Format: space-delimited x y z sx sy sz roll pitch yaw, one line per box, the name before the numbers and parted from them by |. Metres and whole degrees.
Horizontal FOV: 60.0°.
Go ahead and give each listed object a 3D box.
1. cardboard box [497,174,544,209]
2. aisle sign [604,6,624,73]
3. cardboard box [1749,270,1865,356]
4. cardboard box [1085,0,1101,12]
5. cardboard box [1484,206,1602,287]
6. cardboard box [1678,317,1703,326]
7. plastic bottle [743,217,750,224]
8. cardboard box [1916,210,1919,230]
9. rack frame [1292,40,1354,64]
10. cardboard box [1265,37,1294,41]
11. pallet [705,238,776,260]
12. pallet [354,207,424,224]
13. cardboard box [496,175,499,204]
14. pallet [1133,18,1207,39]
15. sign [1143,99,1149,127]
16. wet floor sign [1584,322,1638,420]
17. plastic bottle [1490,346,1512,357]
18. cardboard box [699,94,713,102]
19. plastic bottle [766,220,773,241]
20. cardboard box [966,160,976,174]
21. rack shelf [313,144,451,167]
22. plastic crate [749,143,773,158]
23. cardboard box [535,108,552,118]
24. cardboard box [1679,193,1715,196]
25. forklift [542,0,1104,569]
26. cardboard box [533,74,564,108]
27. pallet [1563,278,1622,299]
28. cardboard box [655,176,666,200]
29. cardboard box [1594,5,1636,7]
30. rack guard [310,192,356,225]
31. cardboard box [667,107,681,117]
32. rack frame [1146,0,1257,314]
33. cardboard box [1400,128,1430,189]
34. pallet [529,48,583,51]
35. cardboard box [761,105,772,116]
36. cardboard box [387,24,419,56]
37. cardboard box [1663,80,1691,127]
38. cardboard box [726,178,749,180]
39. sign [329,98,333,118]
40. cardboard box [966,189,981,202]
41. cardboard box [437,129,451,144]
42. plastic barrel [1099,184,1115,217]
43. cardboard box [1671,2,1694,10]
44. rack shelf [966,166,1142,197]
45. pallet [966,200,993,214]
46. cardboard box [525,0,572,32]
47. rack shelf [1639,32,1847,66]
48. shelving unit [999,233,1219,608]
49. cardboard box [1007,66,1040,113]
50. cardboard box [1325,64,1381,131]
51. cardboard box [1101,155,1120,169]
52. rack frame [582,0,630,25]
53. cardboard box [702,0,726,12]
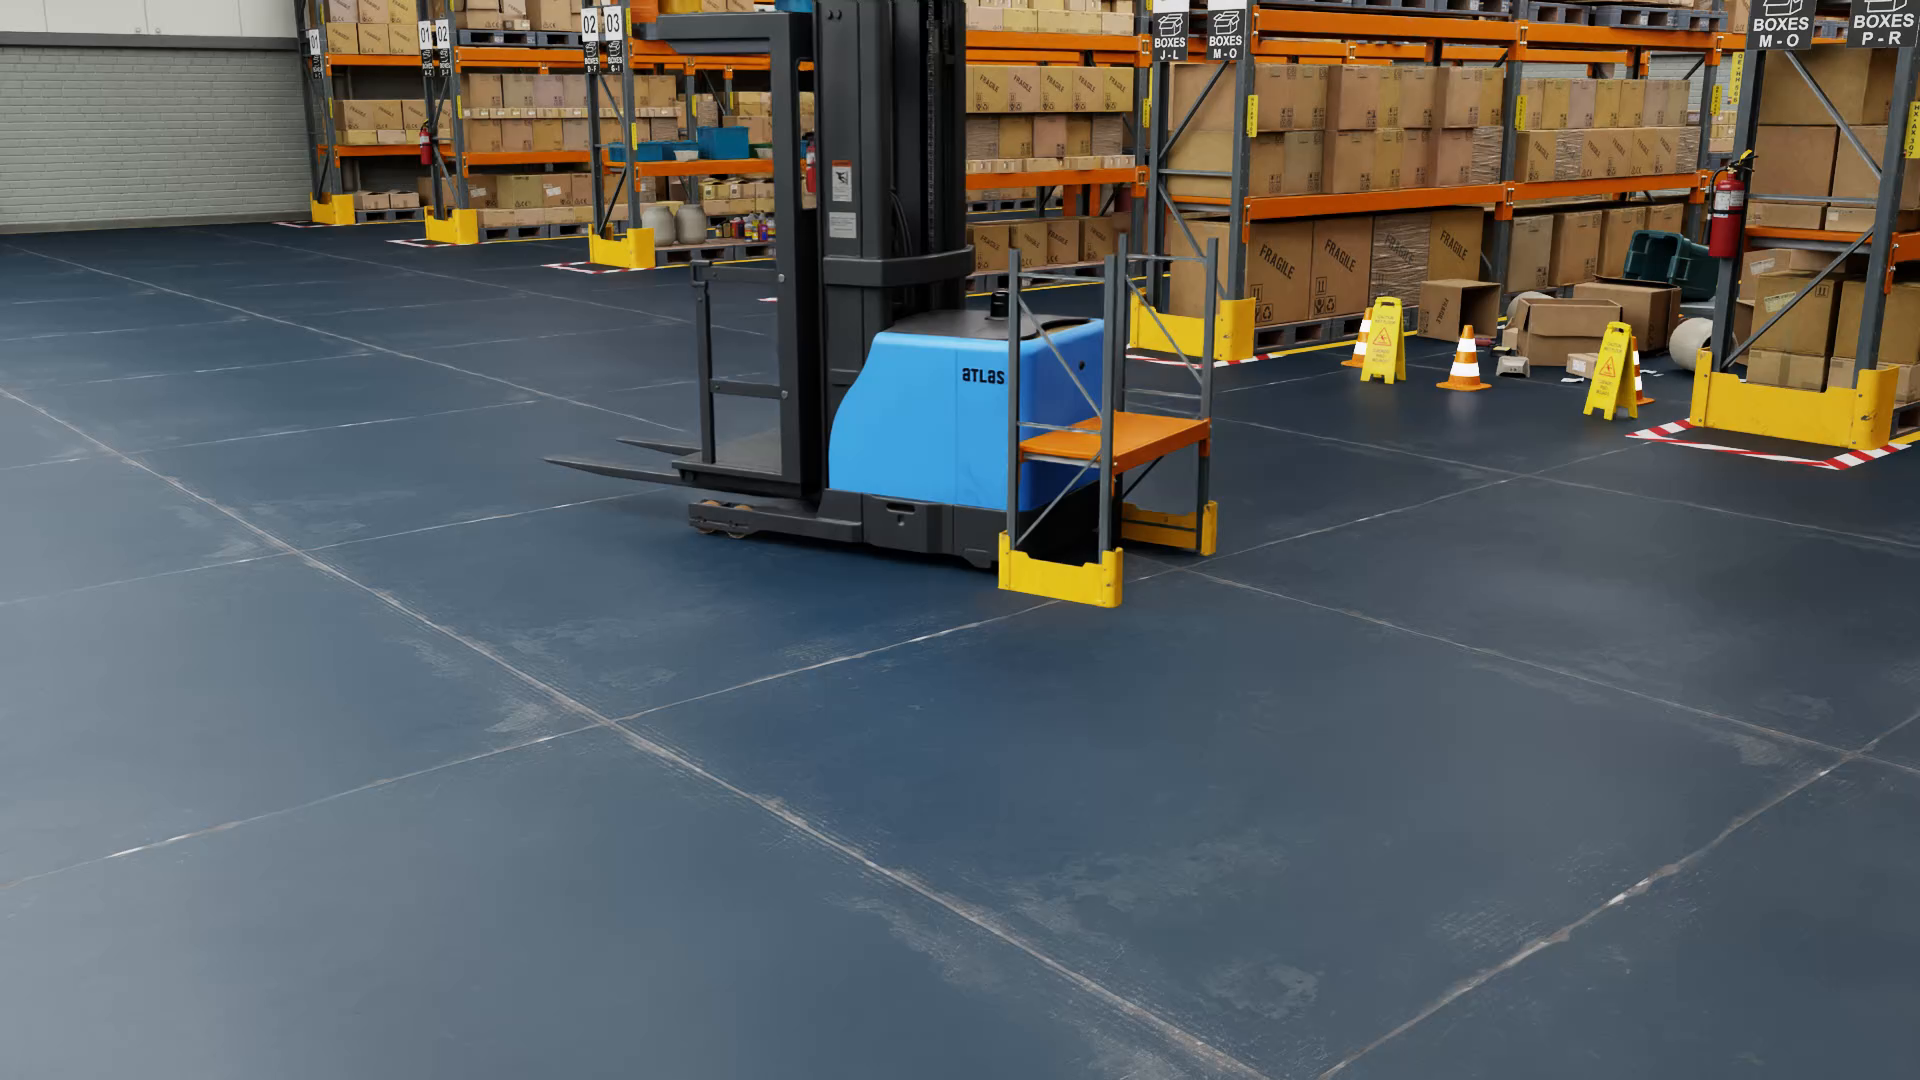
cardboard box | -6.754 -5.356 25.550 0.500 0.500 0.500 -13 19 -39
aisle sign | -4.294 -6.208 20.642 0.004 0.787 0.394 -13 19 -39
cardboard box | 5.758 -1.551 11.306 0.500 0.500 0.500 -12 19 -39
cardboard box | 1.387 -6.106 19.003 0.250 0.149 0.380 -14 20 -42
cardboard box | 6.156 -3.154 17.789 0.750 0.750 1.050 -13 19 -39
cardboard box | 6.319 -1.765 14.342 0.258 0.266 0.396 2 15 9
plastic bottle | -3.022 -4.376 23.244 0.135 0.276 0.152 -13 20 -41
cardboard box | 6.151 -2.099 10.781 0.250 0.149 0.380 -13 20 -41
rack frame | 4.854 -5.413 22.701 0.127 3.000 1.000 -13 19 -39
cardboard box | 3.911 -6.490 21.212 0.500 0.250 0.500 -12 19 -38
pallet | -2.869 -4.039 22.960 1.213 0.211 1.003 -13 19 -39
pallet | -10.242 -5.747 29.355 1.213 0.211 1.003 -13 19 -39
cardboard box | -8.675 -6.449 30.573 0.500 0.500 0.500 14 21 43
pallet | 2.372 -6.177 20.115 1.003 0.211 1.213 -13 19 -39
sign | 2.199 -5.049 19.662 0.005 0.325 0.100 -13 19 -39
wet floor sign | 4.479 -1.167 11.368 0.232 0.644 0.267 -6 16 -20
plastic bottle | 4.605 -1.603 14.134 0.133 0.061 0.283 8 17 28
cardboard box | -5.141 -8.815 33.137 0.380 0.149 0.250 13 20 40
plastic bottle | -2.601 -4.221 22.672 0.097 0.271 0.097 0 15 0
cardboard box | -0.041 -4.103 18.286 0.250 0.149 0.380 -13 19 -39
rack shelf | -9.427 -6.942 29.819 4.000 0.370 1.077 -13 19 -39
plastic crate | -2.624 -5.422 23.146 0.662 0.188 0.450 -13 19 -39
cardboard box | -6.466 -6.548 25.501 0.250 0.149 0.380 -14 20 -41
cardboard box | 9.145 -4.125 20.457 0.500 0.250 0.500 -12 19 -38
forklift | -0.784 -1.533 8.310 3.031 2.935 1.130 8 17 27
cardboard box | -6.507 -6.923 25.647 0.500 0.500 0.700 -13 19 -39
pallet | 6.470 -2.758 18.167 1.213 0.211 1.003 -13 19 -39
cardboard box | -5.219 -5.883 27.524 0.500 0.500 0.500 -13 19 -39
cardboard box | 6.966 -5.893 17.970 0.500 0.250 0.500 -12 19 -38
rack guard | -10.878 -5.755 28.828 0.348 0.500 1.175 -13 19 -39
cardboard box | -4.728 -6.938 26.961 0.250 0.149 0.380 -13 20 -39
rack frame | 1.999 -3.075 13.948 0.127 3.000 1.000 -13 19 -39
cardboard box | 3.861 -3.594 15.601 0.550 0.550 0.875 -13 19 -39
pallet | -7.382 -9.070 30.945 1.003 0.211 1.213 -13 19 -39
cardboard box | -3.965 -8.627 33.924 0.500 0.500 0.500 -12 19 -38
cardboard box | -9.701 -8.638 28.732 0.500 0.500 0.500 -12 19 -37
cardboard box | 7.689 -4.887 18.602 0.500 0.500 0.700 -13 20 -40
cardboard box | -3.780 -6.107 28.730 0.500 0.311 0.500 -13 20 -40
sign | -10.579 -7.263 27.950 0.005 0.325 0.100 -13 19 -39
cardboard box | 0.048 -6.631 31.255 0.500 0.500 0.500 -14 20 -41
cardboard box | -9.206 -7.169 29.530 0.500 0.250 0.500 -12 19 -39
plastic barrel | 2.328 -5.577 27.323 0.421 0.512 0.421 0 15 0
cardboard box | 8.298 -6.074 19.169 0.500 0.500 0.500 -13 19 -39
rack shelf | 0.328 -4.049 18.988 4.000 0.370 1.077 -13 19 -39
pallet | -0.138 -6.319 31.499 1.213 0.211 1.003 -13 19 -39
cardboard box | -6.249 -7.983 25.231 0.500 0.500 0.500 -13 19 -39
rack shelf | 9.543 -5.870 19.996 4.000 0.370 1.077 -13 19 -39
shelving unit | 0.703 -0.587 7.542 0.587 1.500 1.083 9 18 31
cardboard box | 0.544 -5.027 18.549 0.500 0.500 0.500 -13 19 -39
cardboard box | 3.170 -3.904 14.669 0.550 0.550 0.875 -13 19 -39
cardboard box | 1.673 -4.479 19.694 0.250 0.149 0.380 -13 19 -39
rack frame | -4.432 -7.920 20.463 0.127 3.000 1.000 -13 19 -39
cardboard box | -4.172 -8.703 27.230 0.500 0.500 0.500 -12 19 -39
